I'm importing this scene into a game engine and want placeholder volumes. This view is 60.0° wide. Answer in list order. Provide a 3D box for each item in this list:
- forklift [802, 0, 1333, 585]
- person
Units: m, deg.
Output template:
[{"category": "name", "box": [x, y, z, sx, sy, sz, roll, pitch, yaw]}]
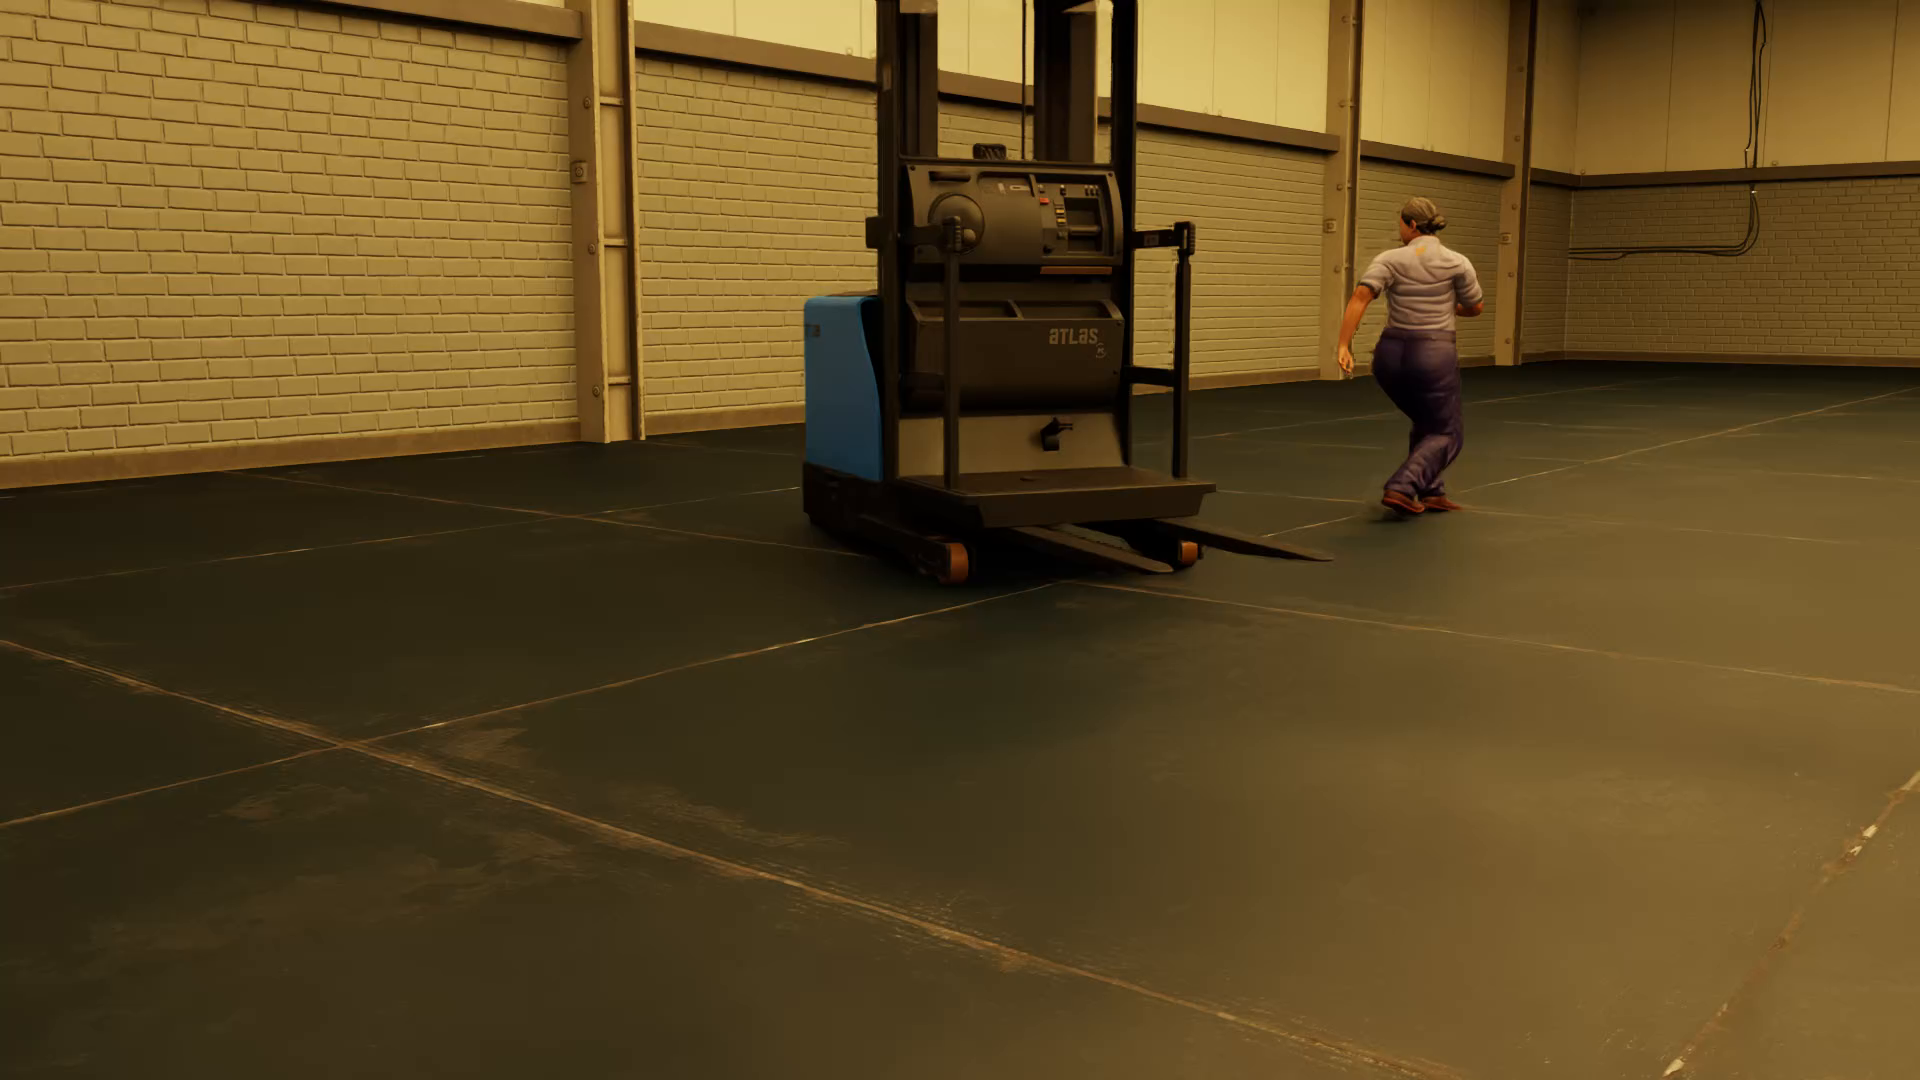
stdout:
[{"category": "forklift", "box": [0.315, -1.350, 6.509, 1.130, 2.935, 3.031, -4, 9, -23]}, {"category": "person", "box": [2.250, -0.881, 8.157, 0.509, 1.574, 0.854, 7, 11, 40]}]
